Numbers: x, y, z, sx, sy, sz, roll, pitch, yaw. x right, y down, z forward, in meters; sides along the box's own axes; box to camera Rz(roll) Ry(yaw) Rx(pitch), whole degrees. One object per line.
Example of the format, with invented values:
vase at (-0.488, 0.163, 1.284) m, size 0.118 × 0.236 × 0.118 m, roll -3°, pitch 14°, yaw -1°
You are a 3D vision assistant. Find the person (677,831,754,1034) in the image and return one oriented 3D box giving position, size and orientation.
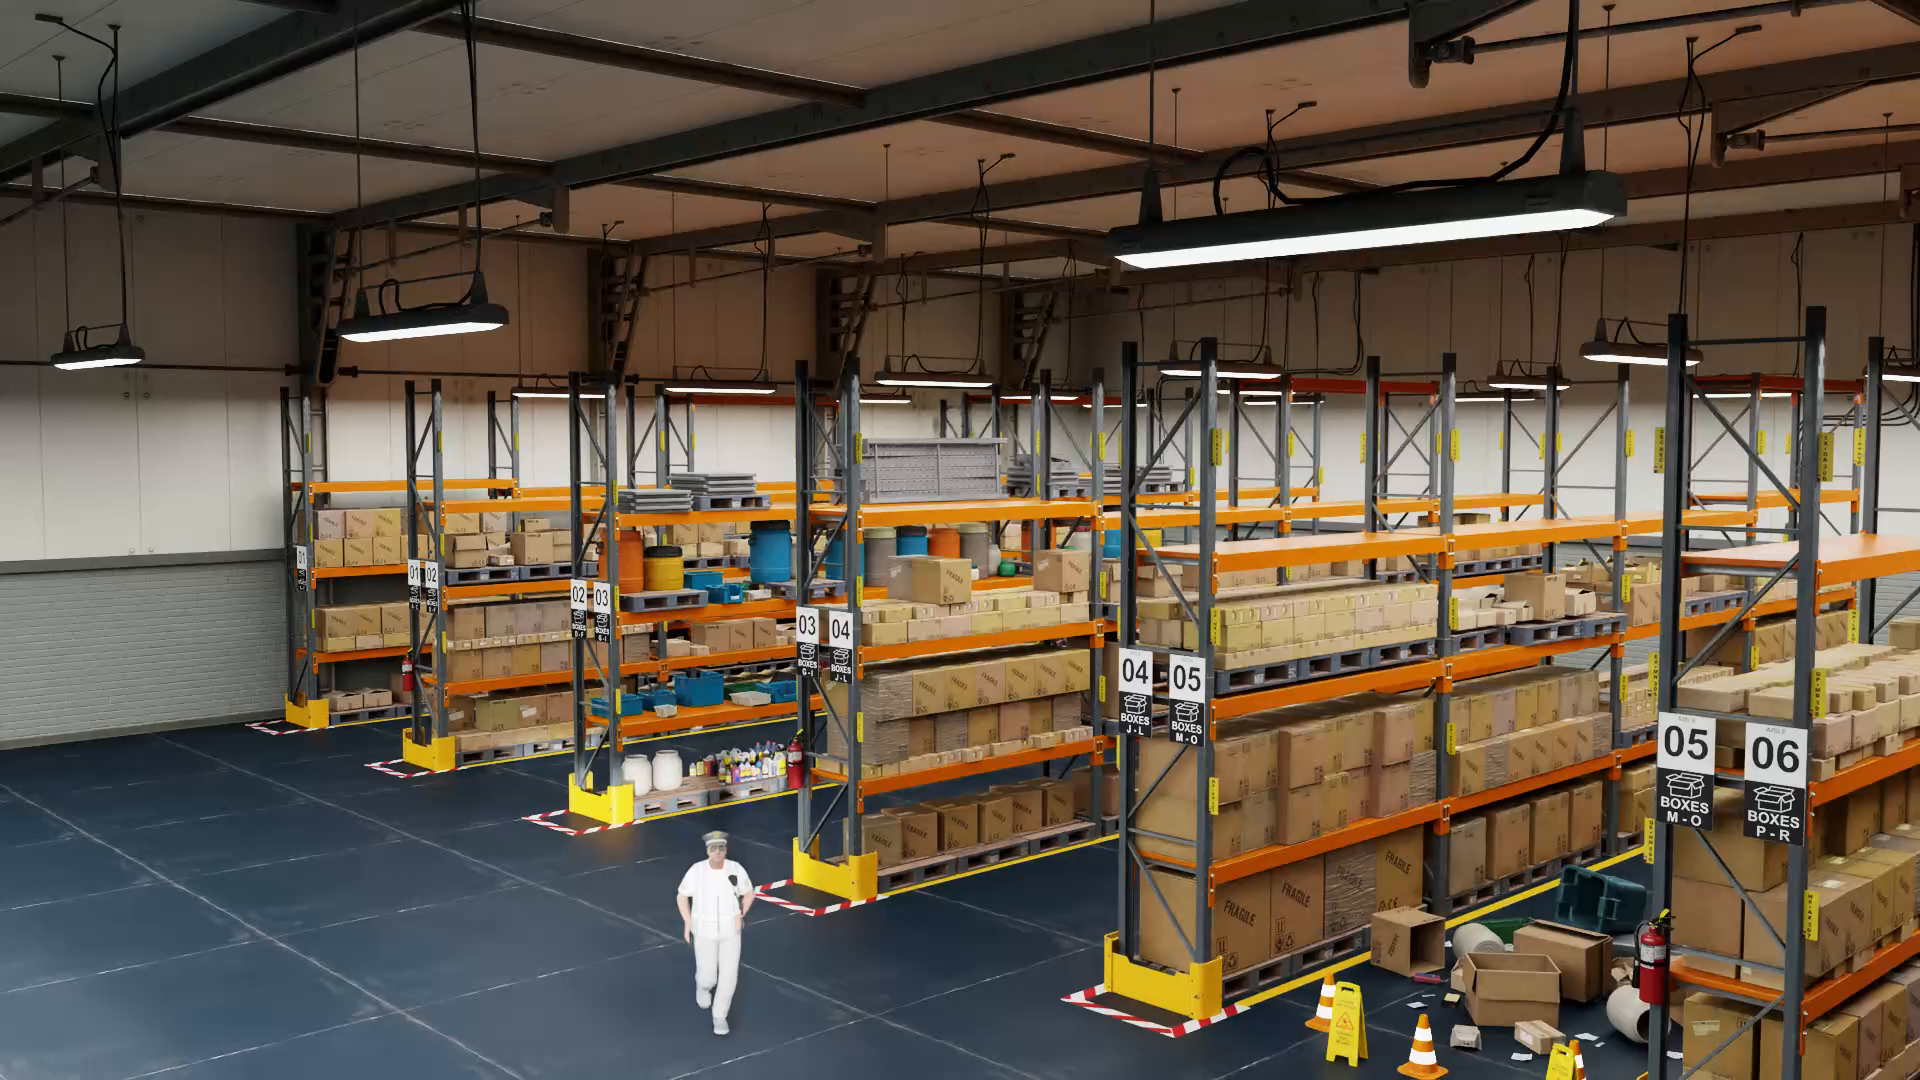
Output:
person at (-2.114, 3.379, 14.468) m, size 0.666 × 1.736 × 0.601 m, roll -1°, pitch 4°, yaw -14°
